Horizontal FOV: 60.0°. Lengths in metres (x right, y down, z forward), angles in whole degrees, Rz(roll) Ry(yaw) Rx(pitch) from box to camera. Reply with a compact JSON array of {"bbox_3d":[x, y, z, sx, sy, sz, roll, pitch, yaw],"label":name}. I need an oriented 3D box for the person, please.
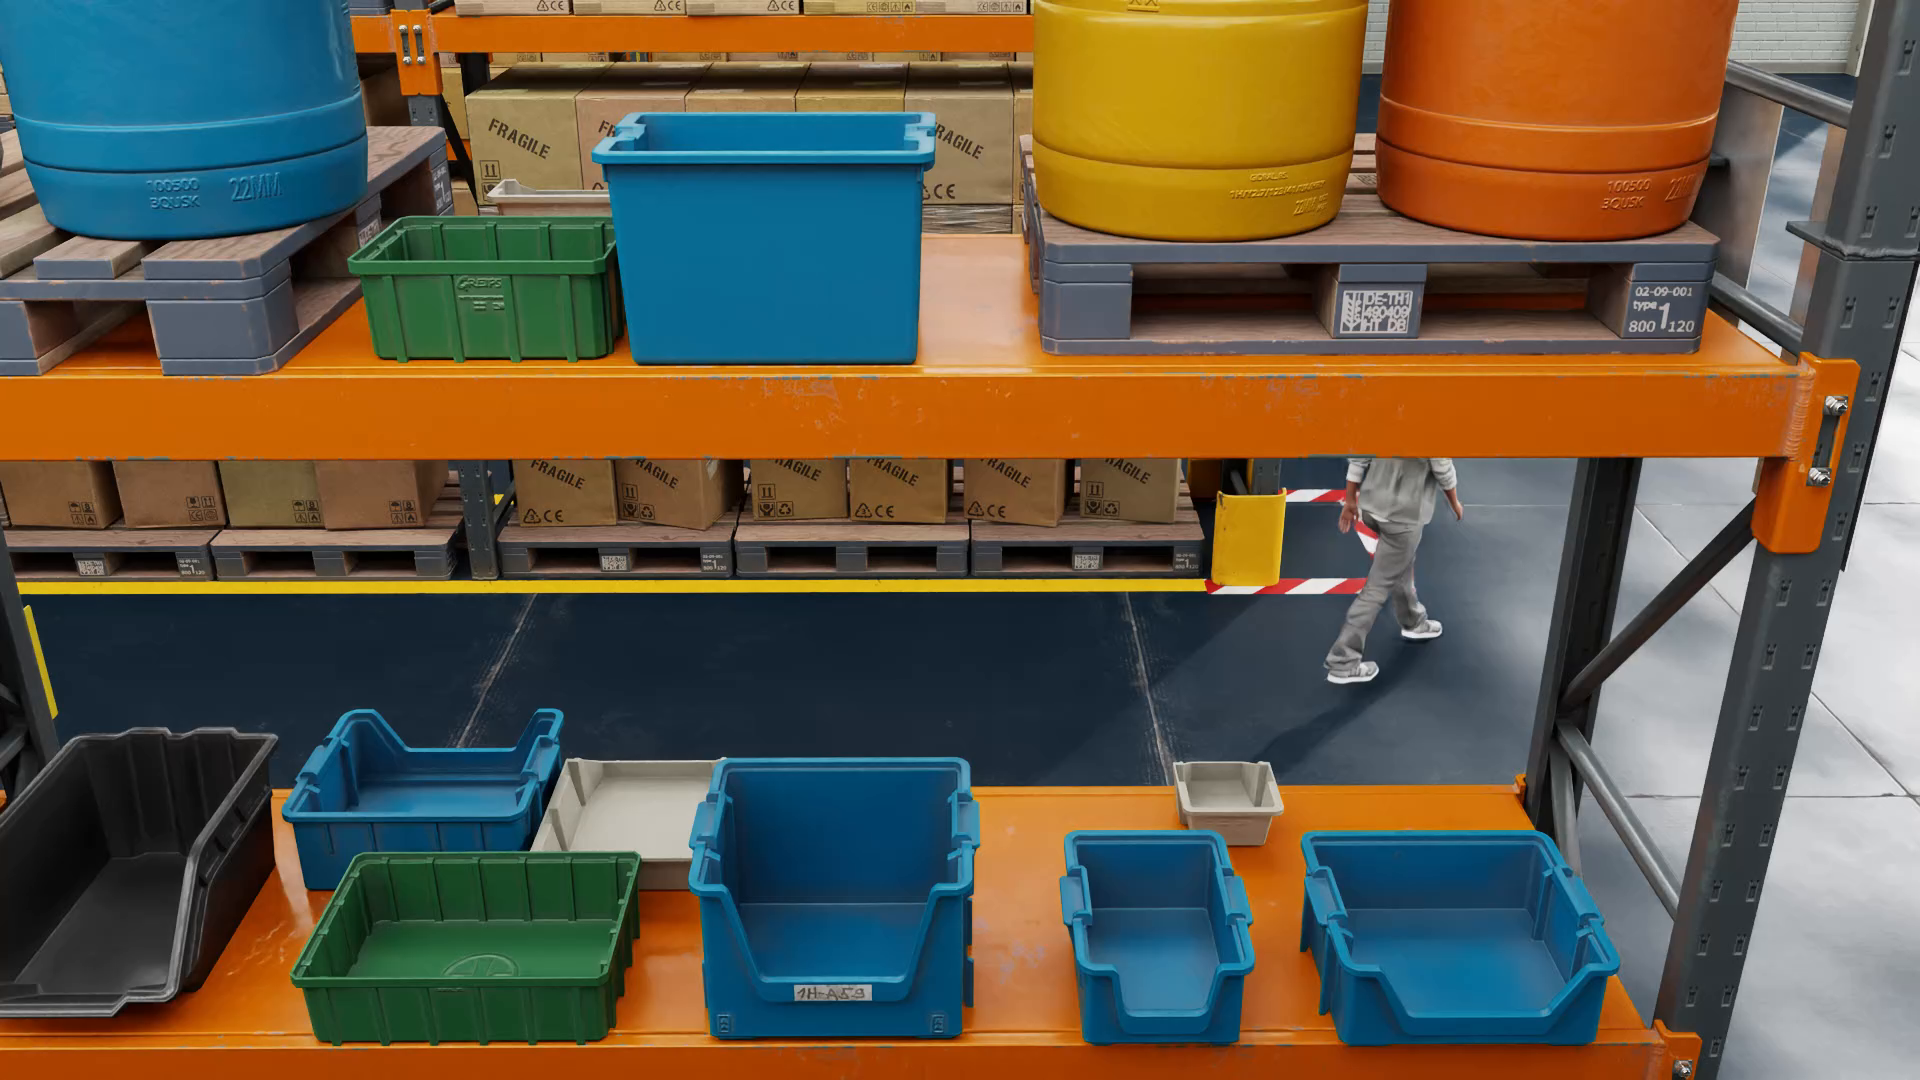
[{"bbox_3d":[2.000,-0.146,7.402,0.853,1.564,0.420,-14,28,-27],"label":"person"}]
